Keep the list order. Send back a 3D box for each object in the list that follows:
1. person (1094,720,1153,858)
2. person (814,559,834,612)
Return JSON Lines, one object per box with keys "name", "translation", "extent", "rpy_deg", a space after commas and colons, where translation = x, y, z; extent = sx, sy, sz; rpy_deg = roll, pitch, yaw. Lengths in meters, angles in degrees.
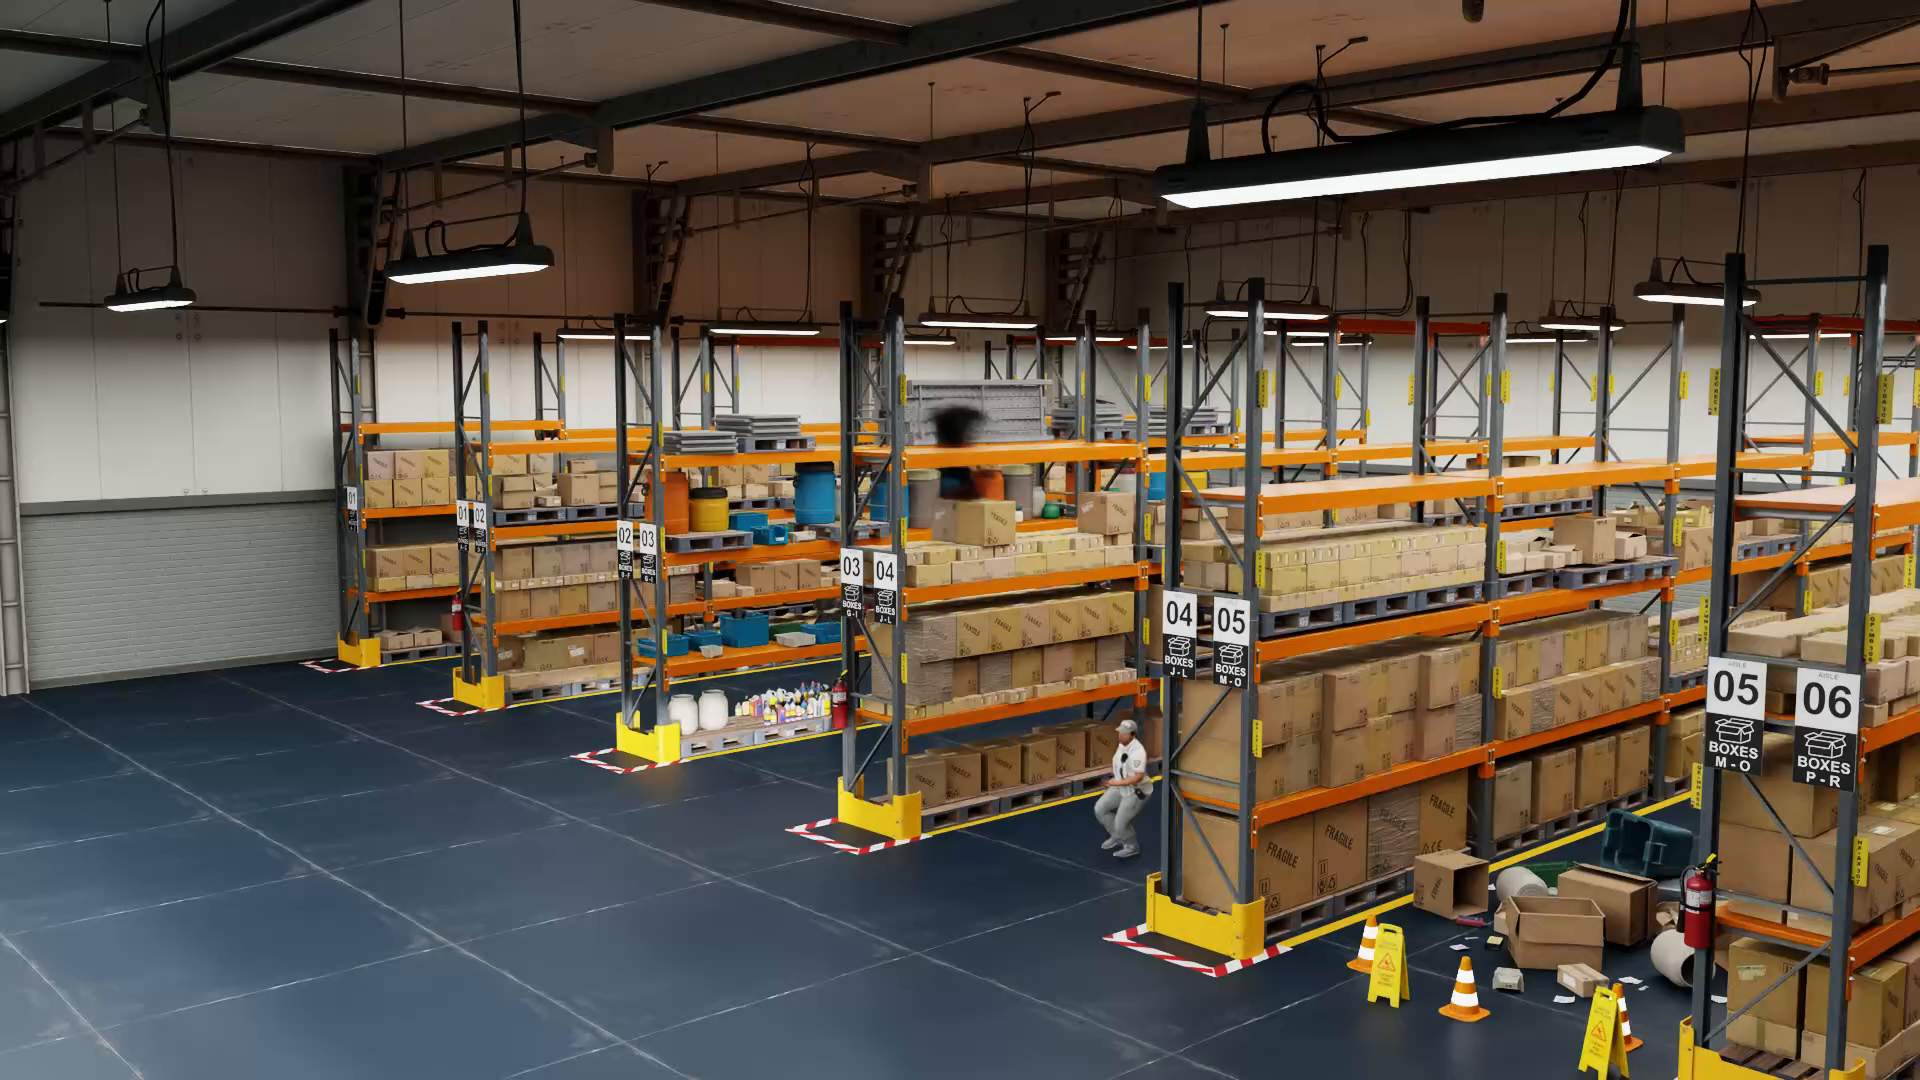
{"name": "person", "translation": [1.719, 2.655, 17.665], "extent": [0.606, 1.563, 0.801], "rpy_deg": [-3, 6, -25]}
{"name": "person", "translation": [-2.760, 1.145, 32.984], "extent": [0.567, 1.544, 0.732], "rpy_deg": [4, 7, 38]}
